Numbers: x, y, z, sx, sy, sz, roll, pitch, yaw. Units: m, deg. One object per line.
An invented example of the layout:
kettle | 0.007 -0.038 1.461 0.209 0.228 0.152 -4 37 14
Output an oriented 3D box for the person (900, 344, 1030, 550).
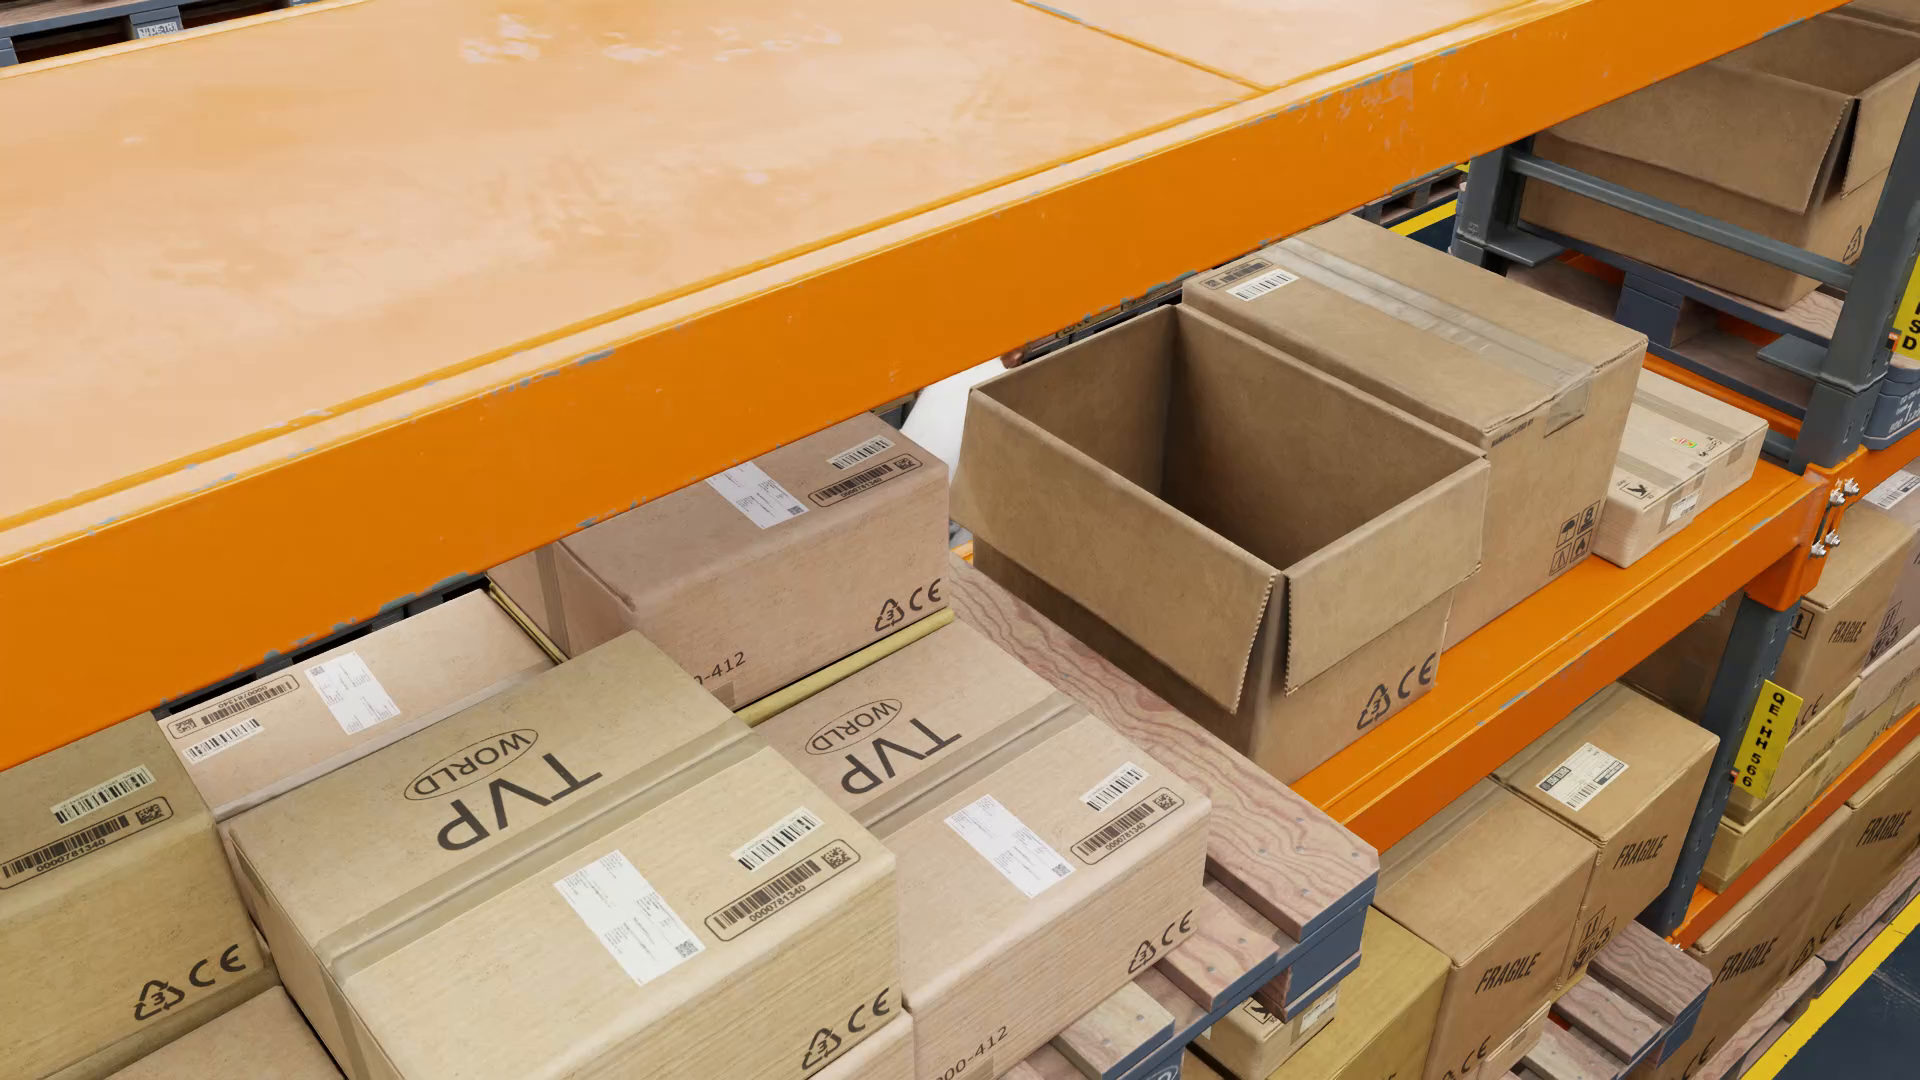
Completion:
person | 0.042 -0.420 7.834 0.876 1.101 0.615 -26 43 -32
